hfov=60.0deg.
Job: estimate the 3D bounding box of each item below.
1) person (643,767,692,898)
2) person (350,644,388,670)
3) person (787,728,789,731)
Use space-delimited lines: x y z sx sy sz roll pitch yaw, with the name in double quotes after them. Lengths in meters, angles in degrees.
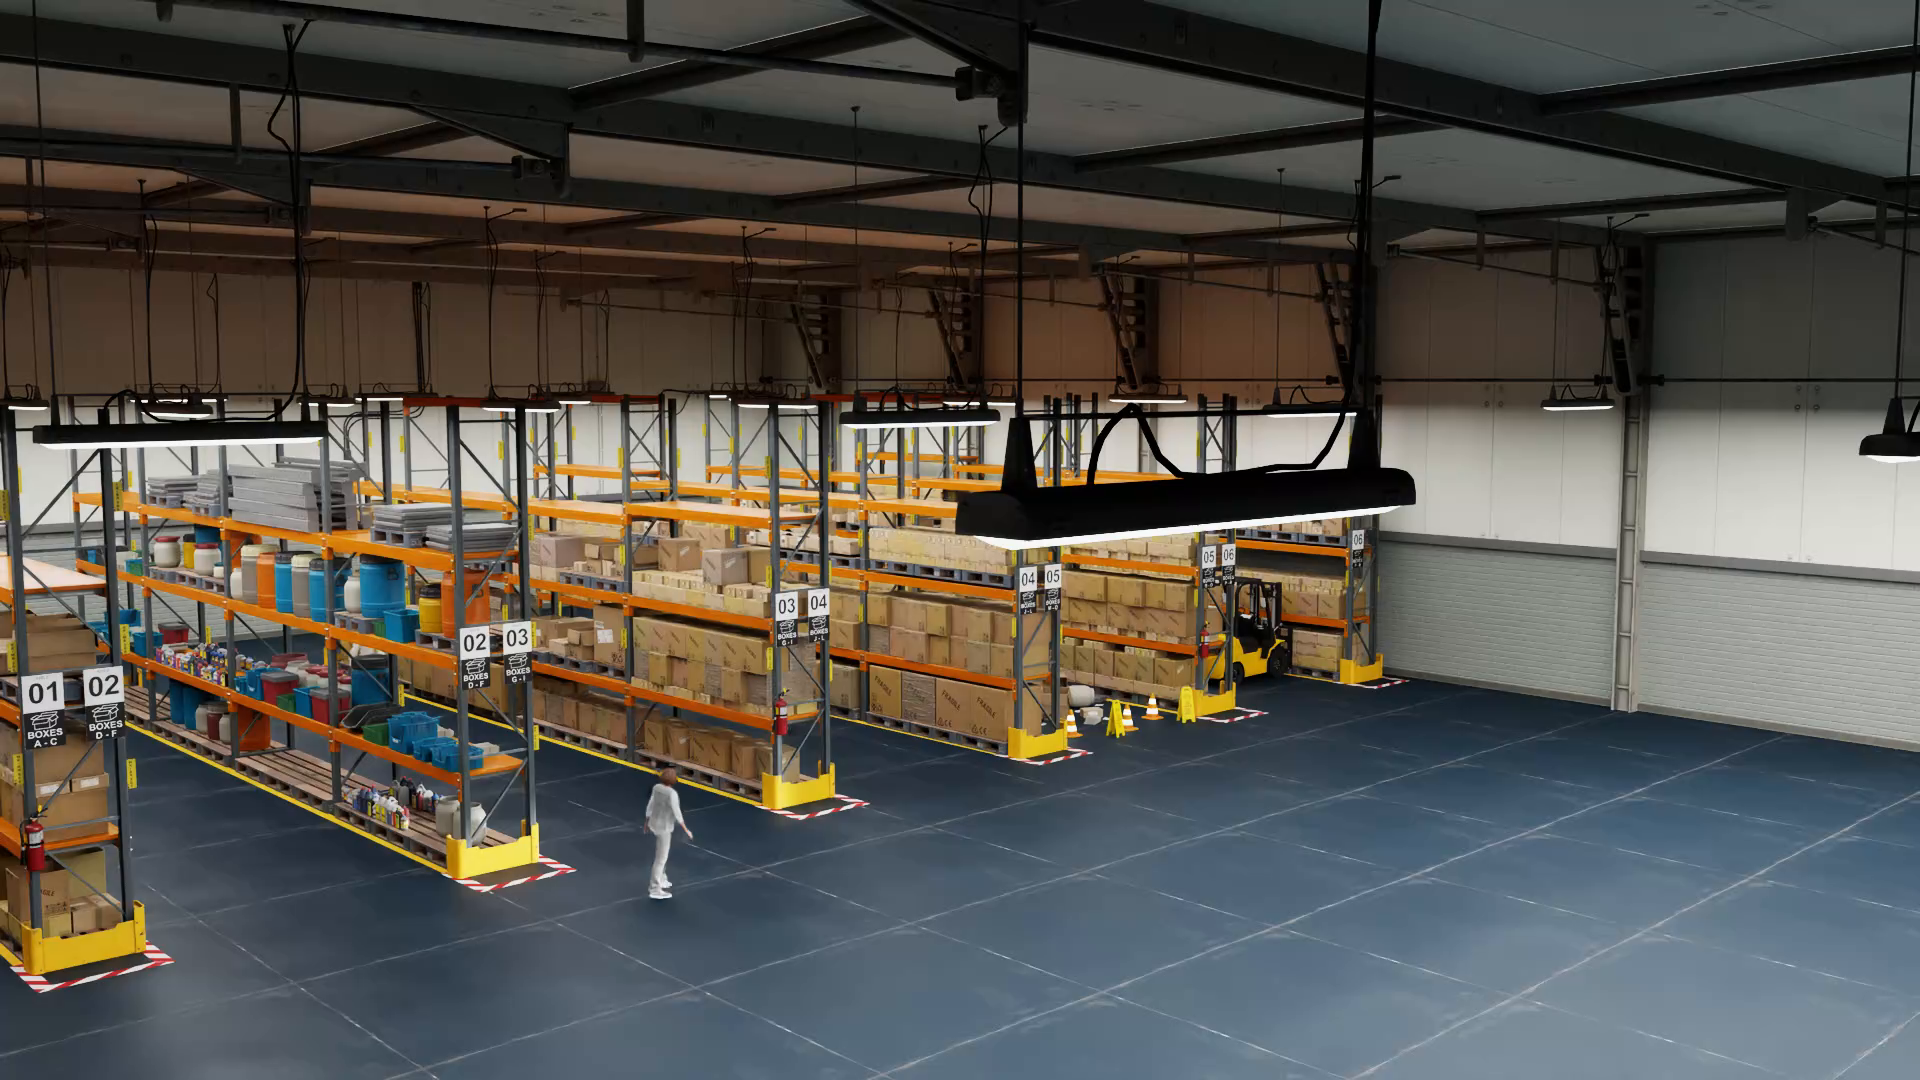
-3.647 3.589 20.471 0.552 1.620 0.558 -4 7 -38 "person"
-11.245 2.392 31.719 0.791 1.714 0.918 -5 7 -41 "person"
-3.247 2.602 29.944 0.368 1.694 0.504 -2 6 -22 "person"
